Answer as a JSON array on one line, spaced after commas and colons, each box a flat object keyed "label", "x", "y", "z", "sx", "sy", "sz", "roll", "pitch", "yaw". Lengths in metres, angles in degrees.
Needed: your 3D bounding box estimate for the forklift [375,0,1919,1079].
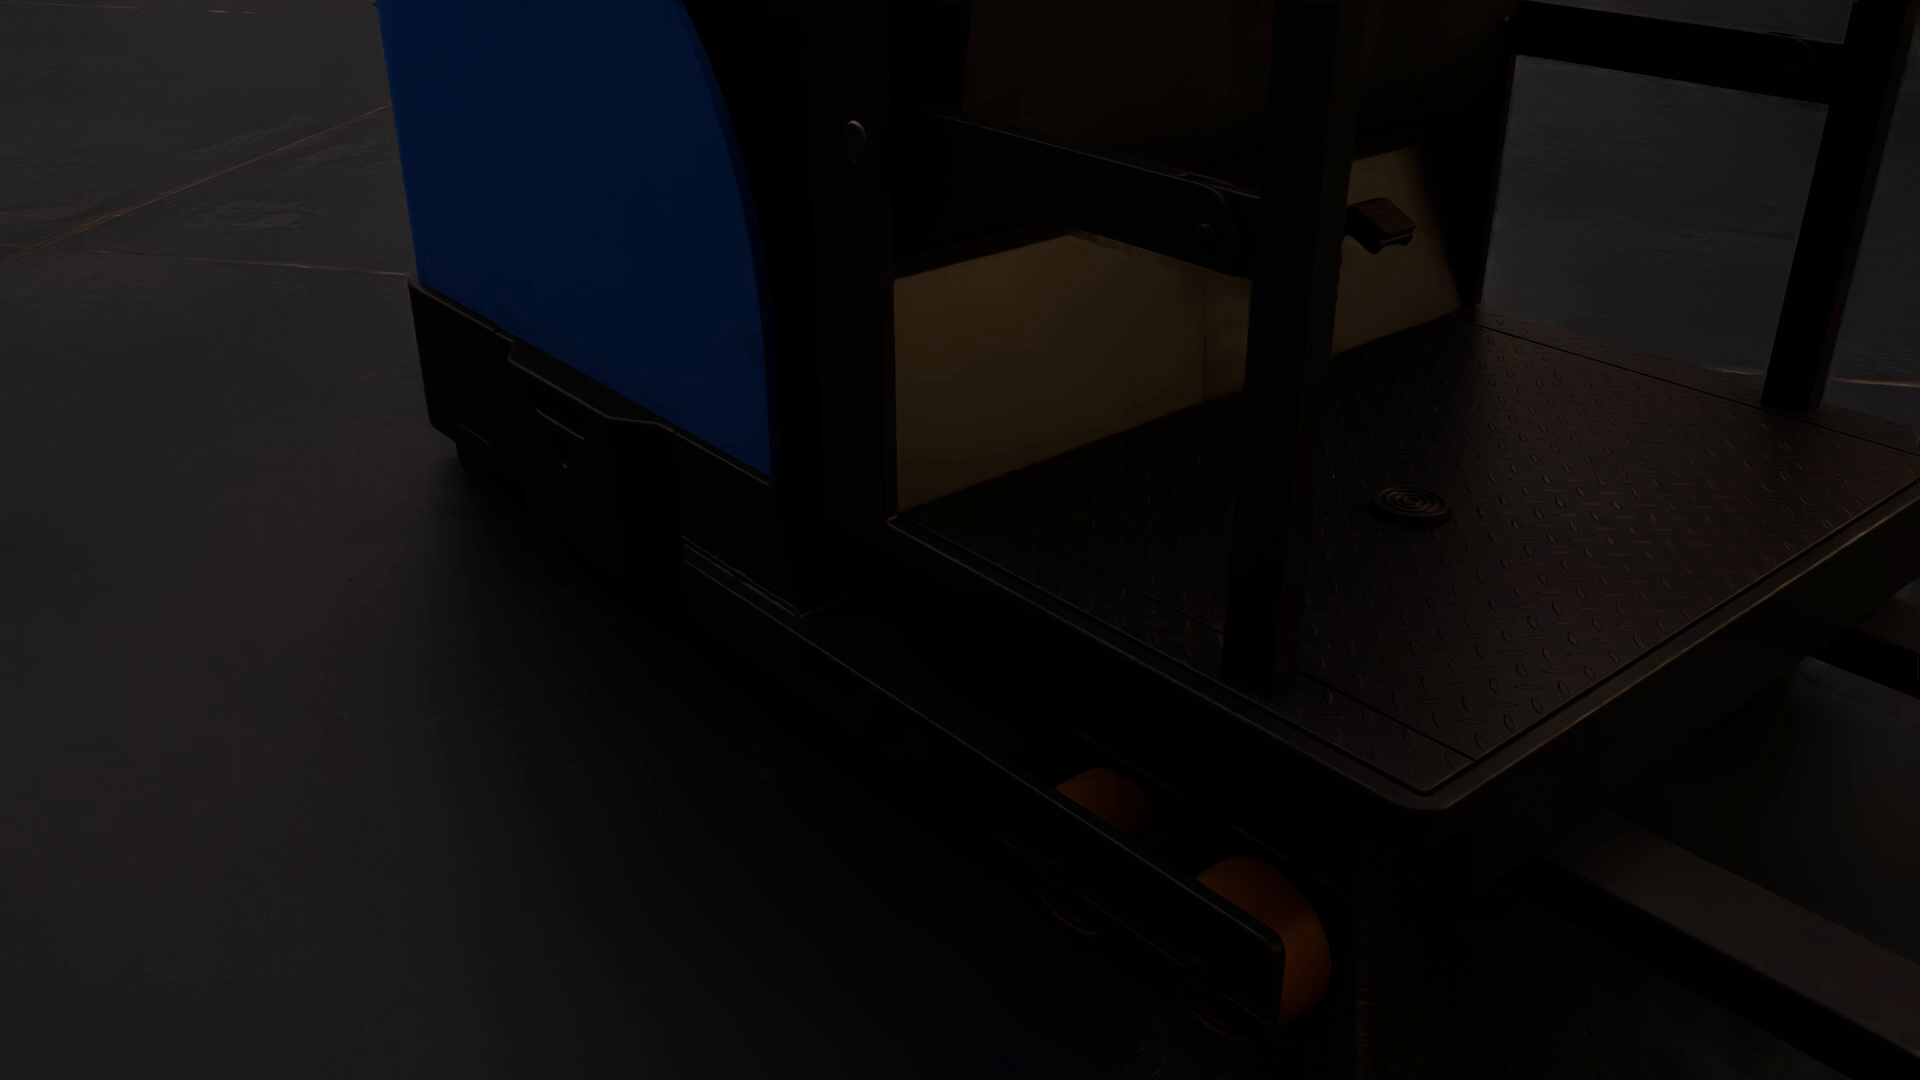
[{"label": "forklift", "x": 0.462, "y": -1.097, "z": 1.420, "sx": 1.130, "sy": 2.935, "sz": 3.031, "roll": -21, "pitch": 34, "yaw": -35}]
